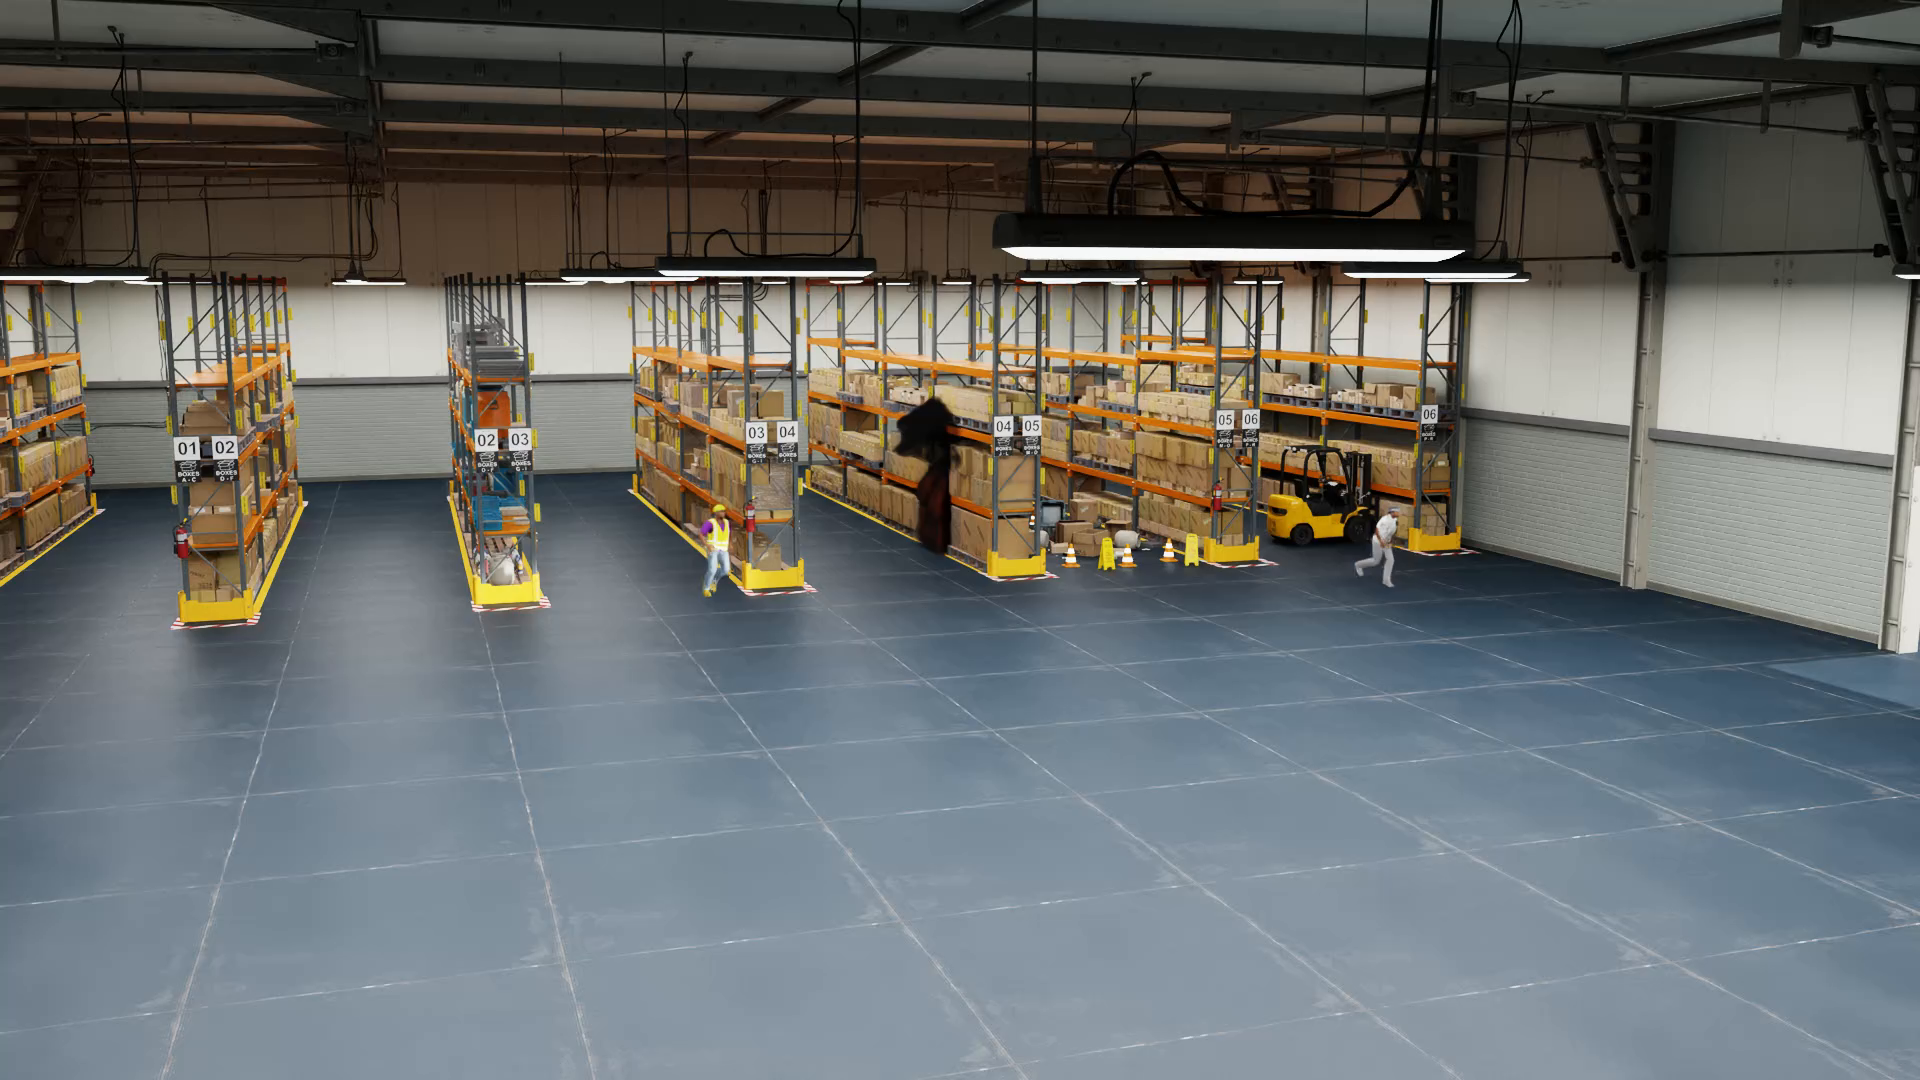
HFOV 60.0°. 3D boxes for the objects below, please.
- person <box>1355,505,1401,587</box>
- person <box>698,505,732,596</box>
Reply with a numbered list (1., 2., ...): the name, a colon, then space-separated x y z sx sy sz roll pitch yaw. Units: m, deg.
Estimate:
1. person: 8.150 0.084 32.402 0.927 1.630 0.587 7 11 39
2. person: -4.524 0.188 31.217 0.762 1.708 0.520 -7 11 -37
